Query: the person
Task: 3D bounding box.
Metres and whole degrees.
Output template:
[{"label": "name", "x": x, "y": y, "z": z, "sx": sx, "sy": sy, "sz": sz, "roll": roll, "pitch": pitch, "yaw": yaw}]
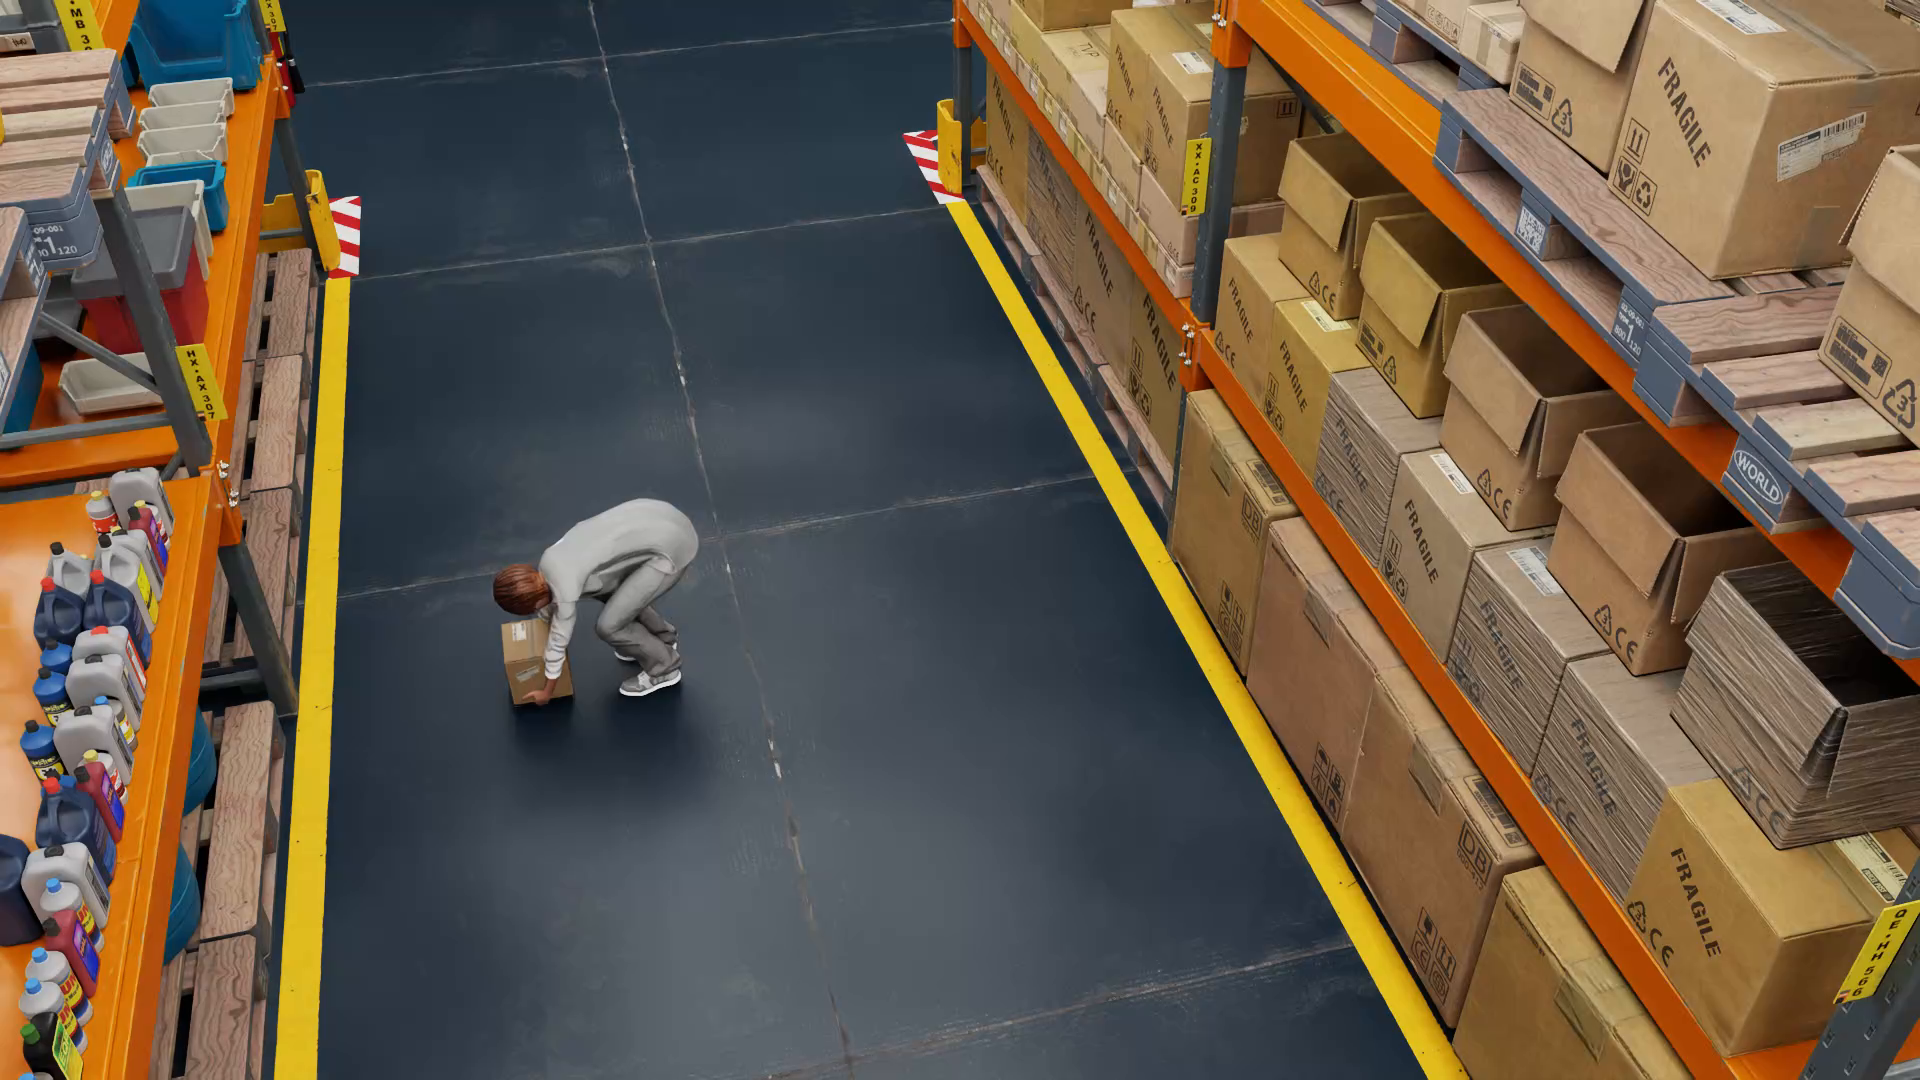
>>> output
[{"label": "person", "x": -1.330, "y": -0.054, "z": 6.786, "sx": 0.342, "sy": 1.596, "sz": 0.455, "roll": -11, "pitch": 40, "yaw": -13}]
